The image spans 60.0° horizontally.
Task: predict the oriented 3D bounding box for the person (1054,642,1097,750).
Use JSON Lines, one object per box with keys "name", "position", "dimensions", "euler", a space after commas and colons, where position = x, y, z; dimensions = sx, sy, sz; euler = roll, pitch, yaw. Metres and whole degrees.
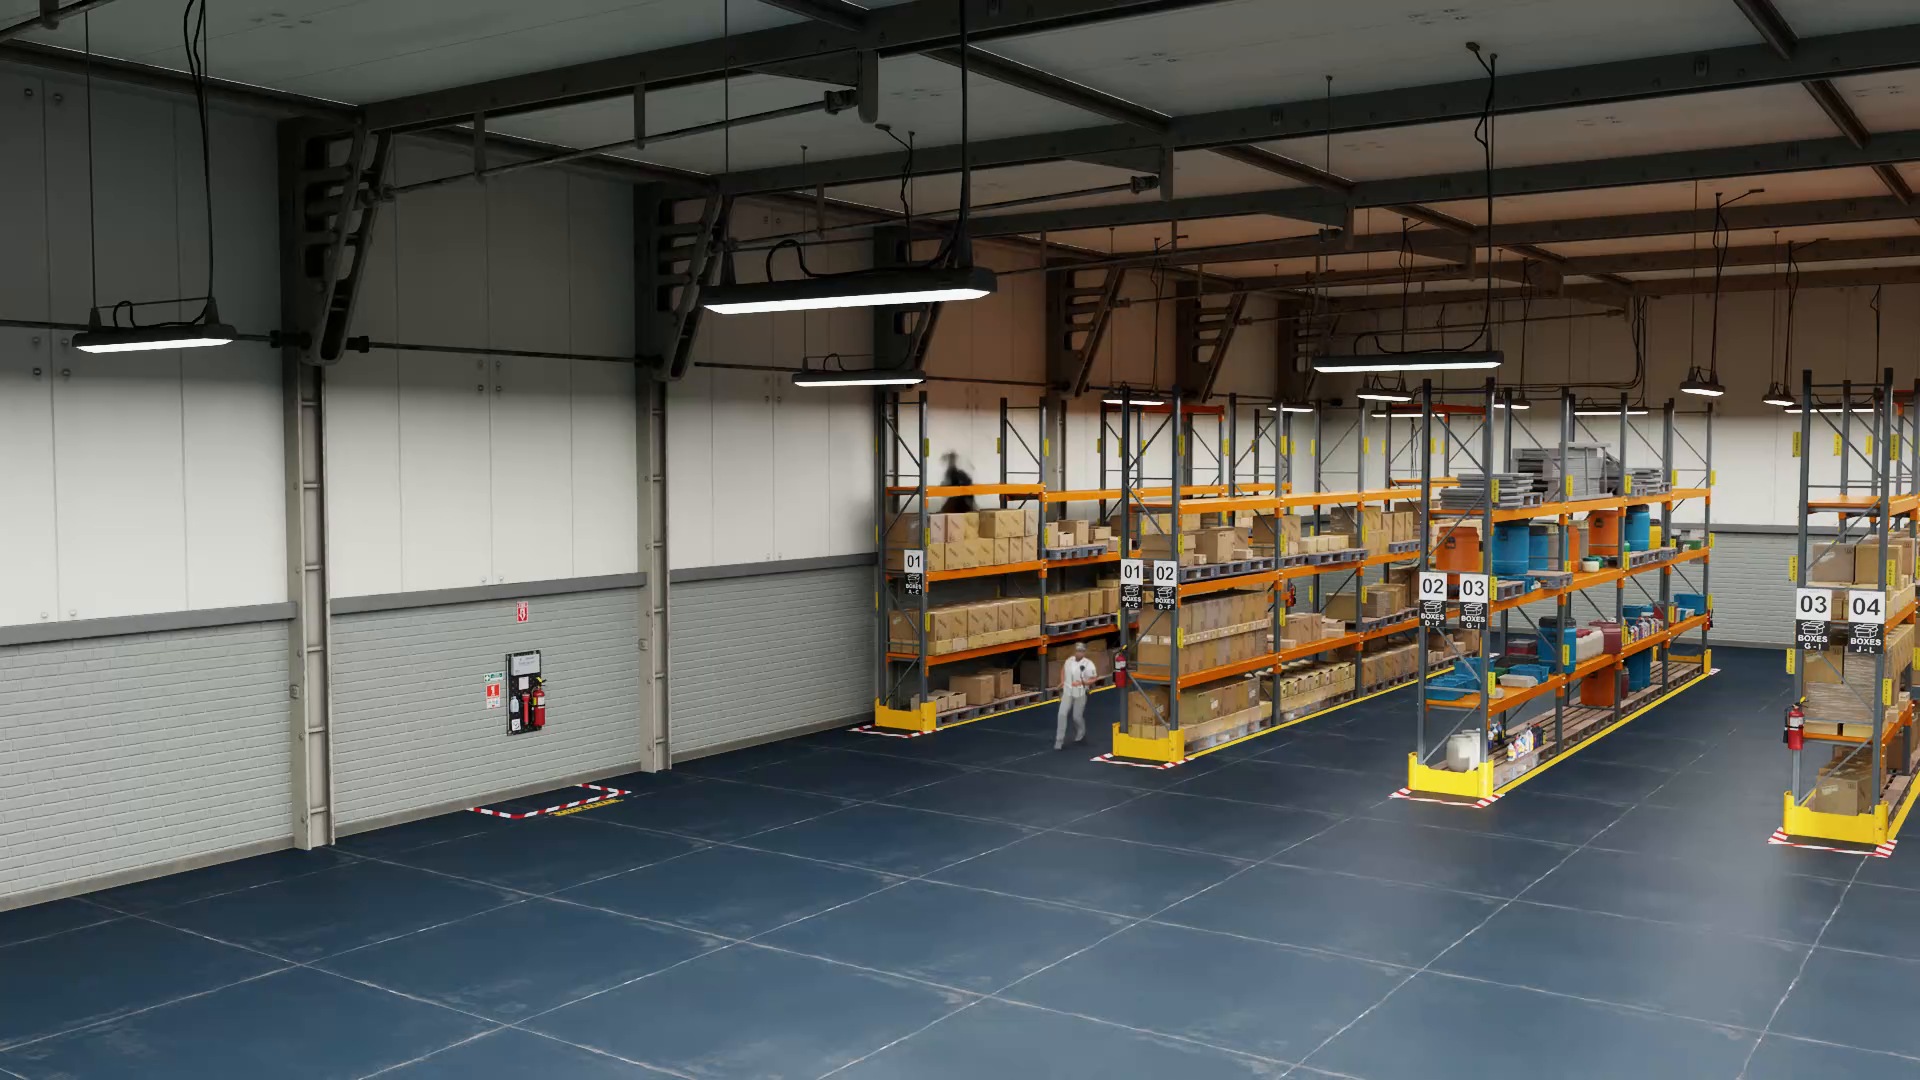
{"name": "person", "position": [1.976, 2.594, 27.892], "dimensions": [0.686, 1.792, 0.921], "euler": [2, 4, 25]}
